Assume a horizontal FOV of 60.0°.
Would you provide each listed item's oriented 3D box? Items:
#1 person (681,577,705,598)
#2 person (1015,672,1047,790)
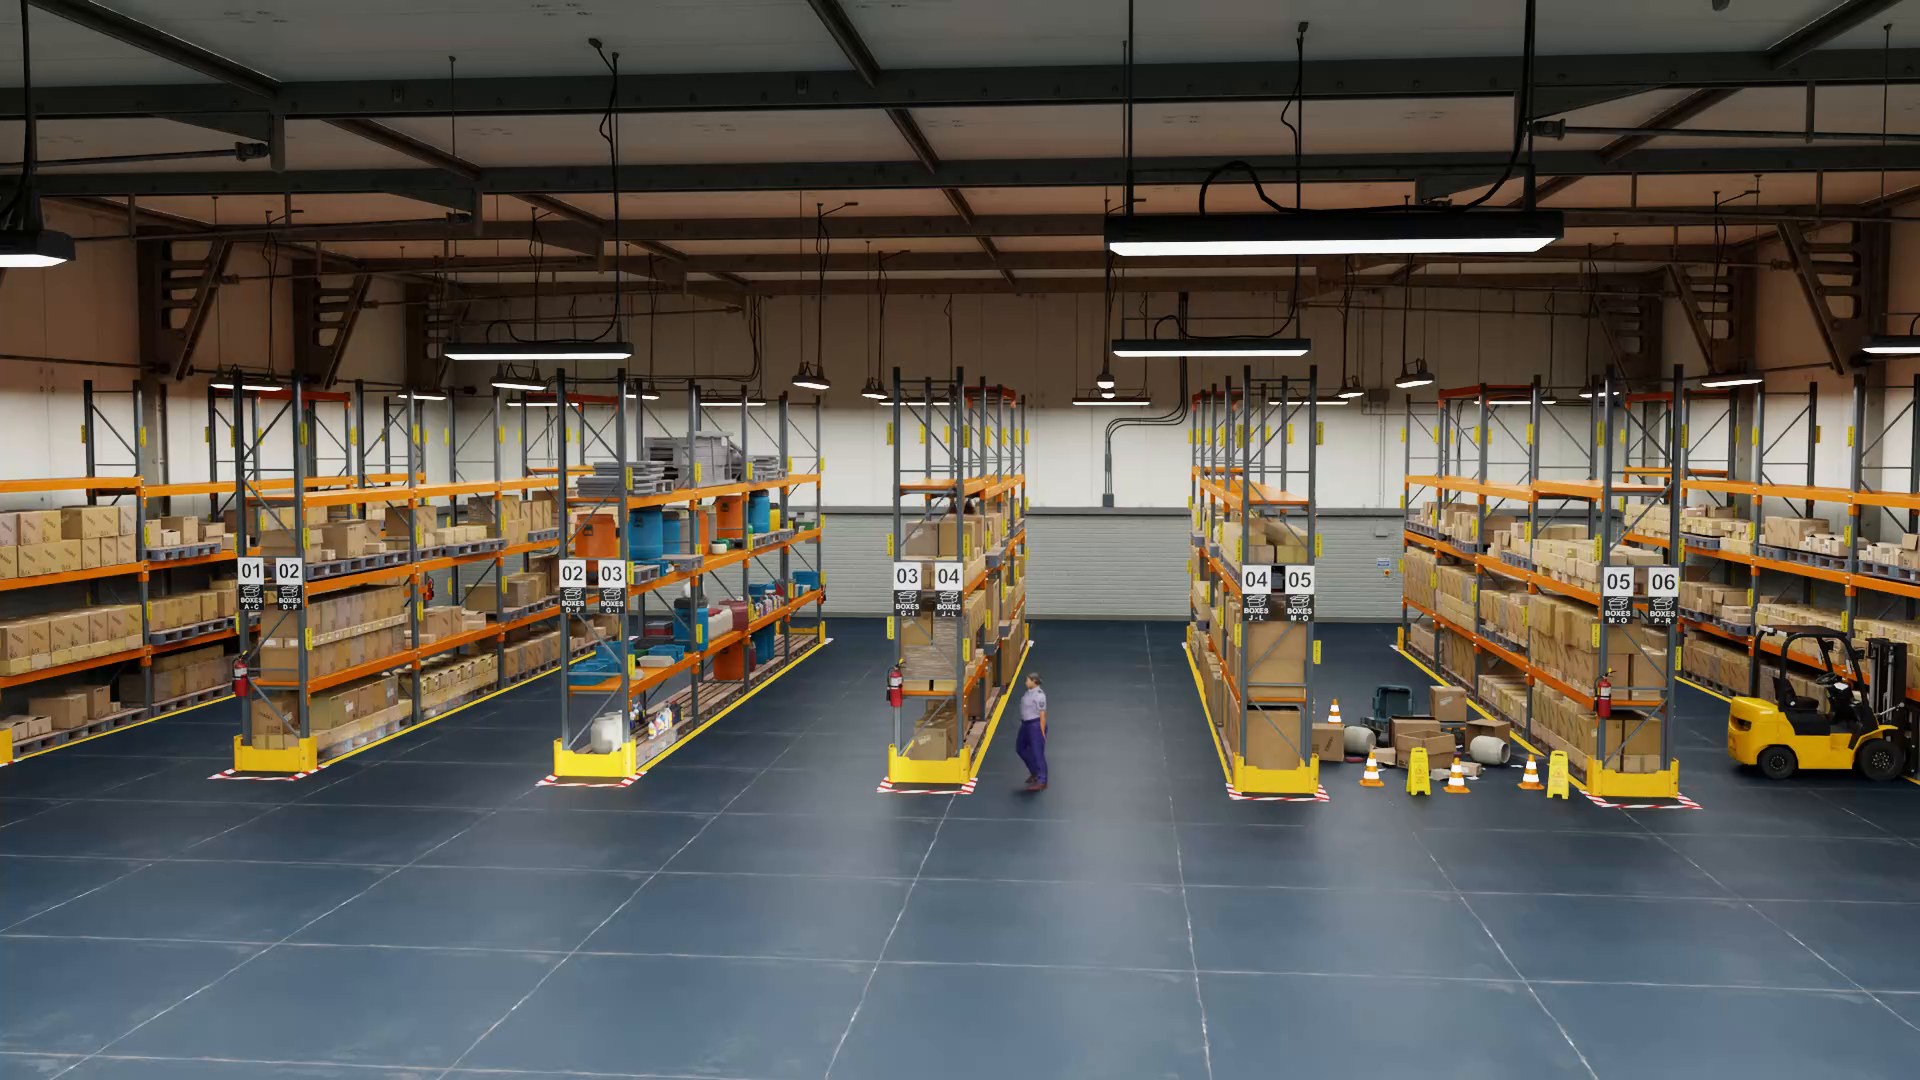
[{"bbox_3d":[-6.378,1.645,39.708,0.647,1.729,1.050,0,4,3],"label":"person"},{"bbox_3d":[1.053,2.698,23.708,0.410,1.663,0.592,-2,4,-23],"label":"person"}]
